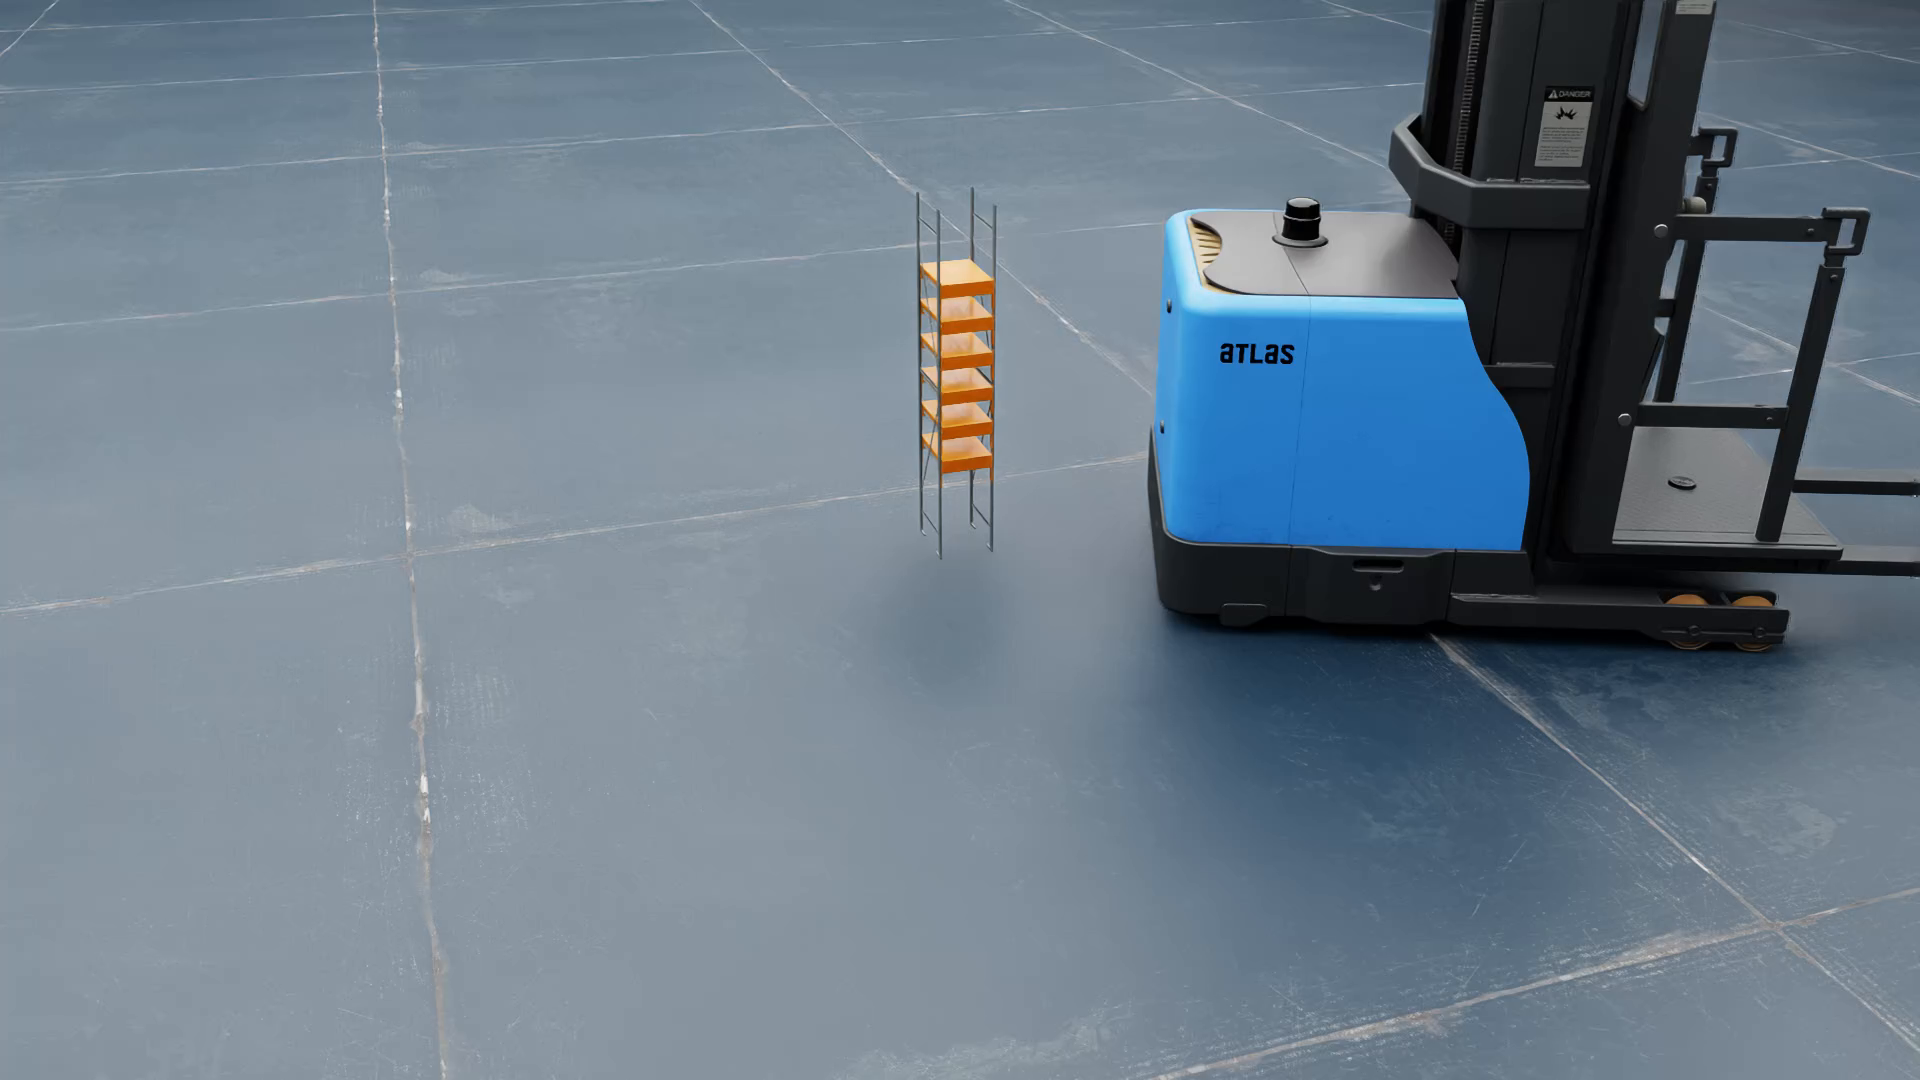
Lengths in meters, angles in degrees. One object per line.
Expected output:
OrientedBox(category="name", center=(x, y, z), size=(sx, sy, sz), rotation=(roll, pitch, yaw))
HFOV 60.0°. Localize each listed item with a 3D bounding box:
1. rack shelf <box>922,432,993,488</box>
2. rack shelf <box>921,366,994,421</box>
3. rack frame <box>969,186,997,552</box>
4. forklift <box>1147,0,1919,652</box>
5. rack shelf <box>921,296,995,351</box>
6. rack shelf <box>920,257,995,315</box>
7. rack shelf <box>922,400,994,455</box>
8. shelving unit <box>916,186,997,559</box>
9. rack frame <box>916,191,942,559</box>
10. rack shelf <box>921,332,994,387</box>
OrientedBox(category="rack shelf", center=(-0.014, -0.281, 5.606), size=(0.180, 0.103, 0.258), rotation=(-8, 28, -16))
OrientedBox(category="rack shelf", center=(-0.014, -0.496, 5.499), size=(0.180, 0.103, 0.258), rotation=(-8, 28, -16))
OrientedBox(category="rack frame", center=(0.073, -0.548, 5.505), size=(0.006, 1.200, 0.240), rotation=(-8, 28, -16))
OrientedBox(category="forklift", center=(2.162, -1.217, 4.905), size=(3.031, 2.935, 1.130), rotation=(1, 26, 3))
OrientedBox(category="rack shelf", center=(-0.014, -0.711, 5.392), size=(0.180, 0.103, 0.258), rotation=(-8, 28, -16))
OrientedBox(category="rack shelf", center=(-0.014, -0.818, 5.339), size=(0.180, 0.103, 0.258), rotation=(-8, 28, -16))
OrientedBox(category="rack shelf", center=(-0.014, -0.388, 5.552), size=(0.180, 0.103, 0.258), rotation=(-8, 28, -16))
OrientedBox(category="shelving unit", center=(-0.014, -0.535, 5.479), size=(0.189, 1.200, 0.258), rotation=(-8, 28, -16))
OrientedBox(category="rack frame", center=(-0.101, -0.523, 5.454), size=(0.006, 1.200, 0.240), rotation=(-8, 28, -16))
OrientedBox(category="rack shelf", center=(-0.014, -0.603, 5.446), size=(0.180, 0.103, 0.258), rotation=(-8, 28, -16))
